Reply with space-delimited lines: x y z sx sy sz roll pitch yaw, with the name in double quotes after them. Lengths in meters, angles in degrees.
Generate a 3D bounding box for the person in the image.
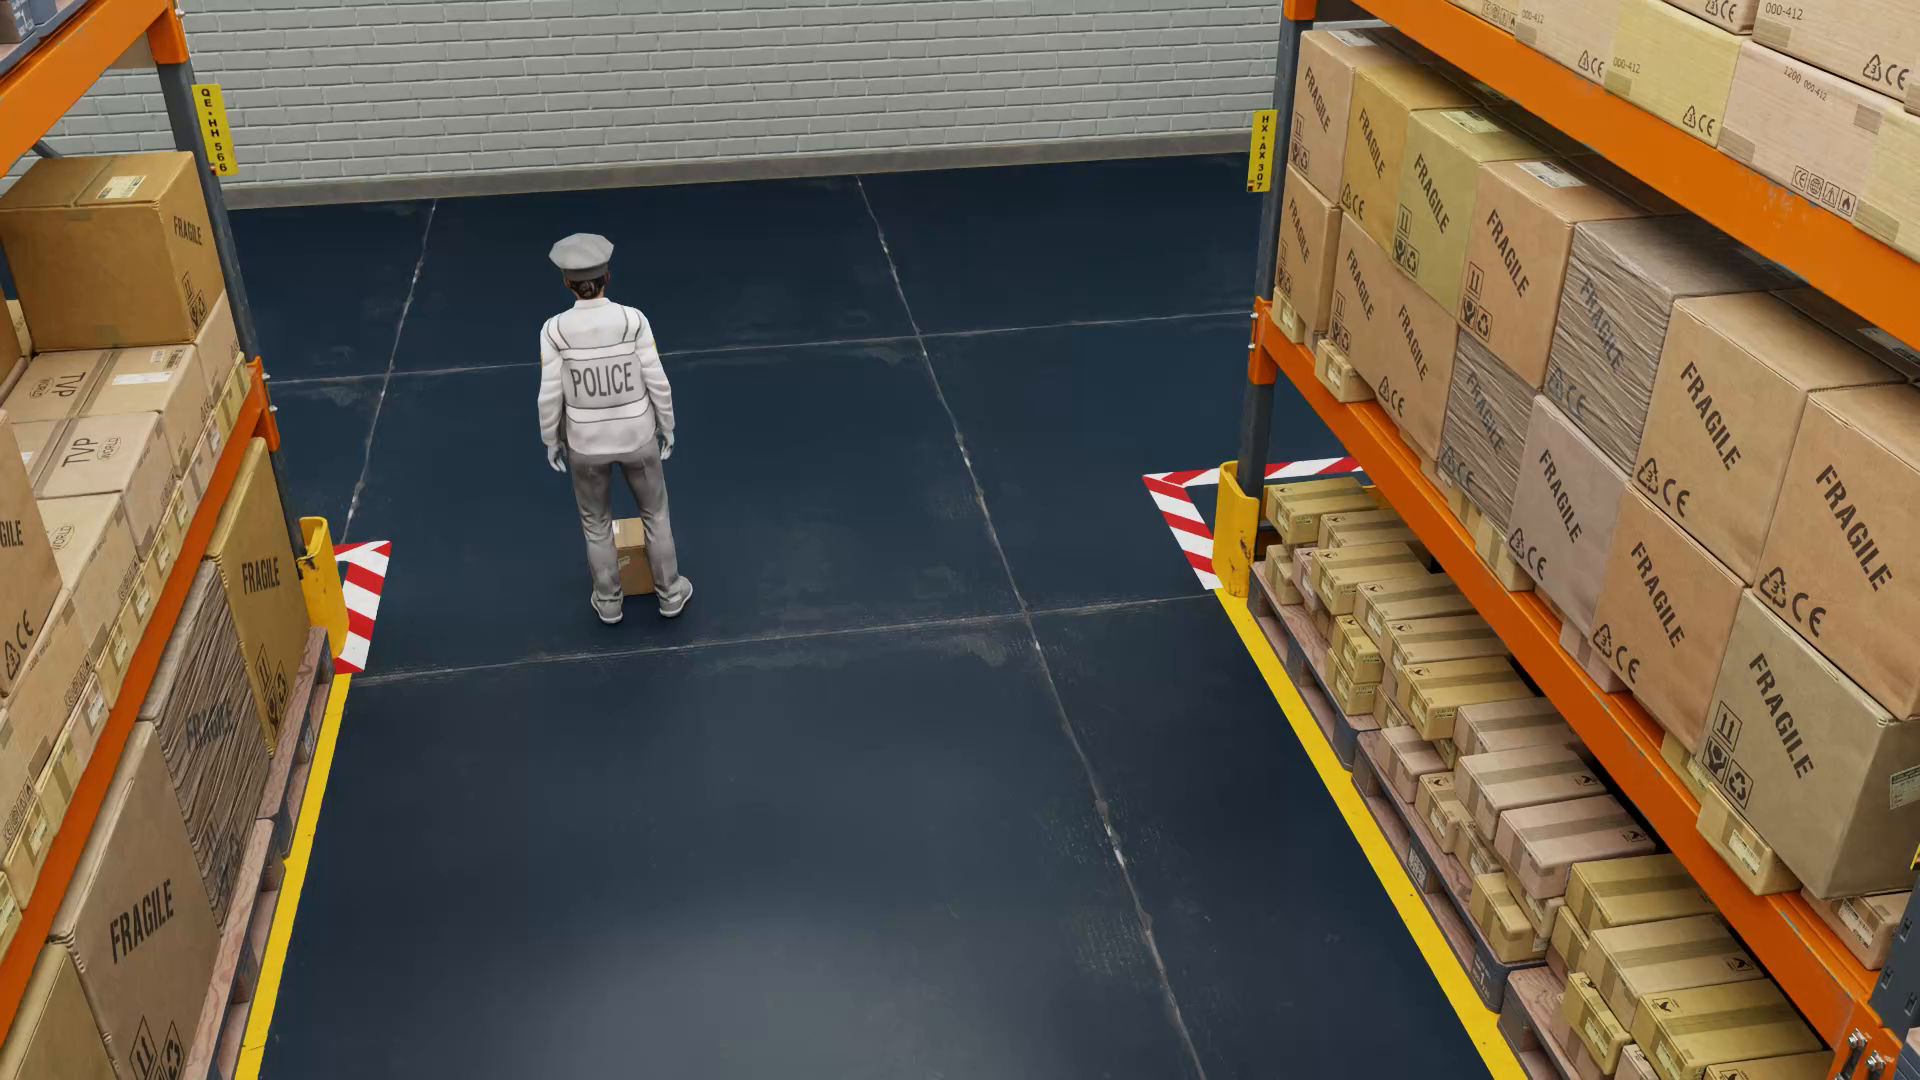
-1.431 -0.412 6.814 0.547 1.667 0.369 -7 32 -11 "person"
